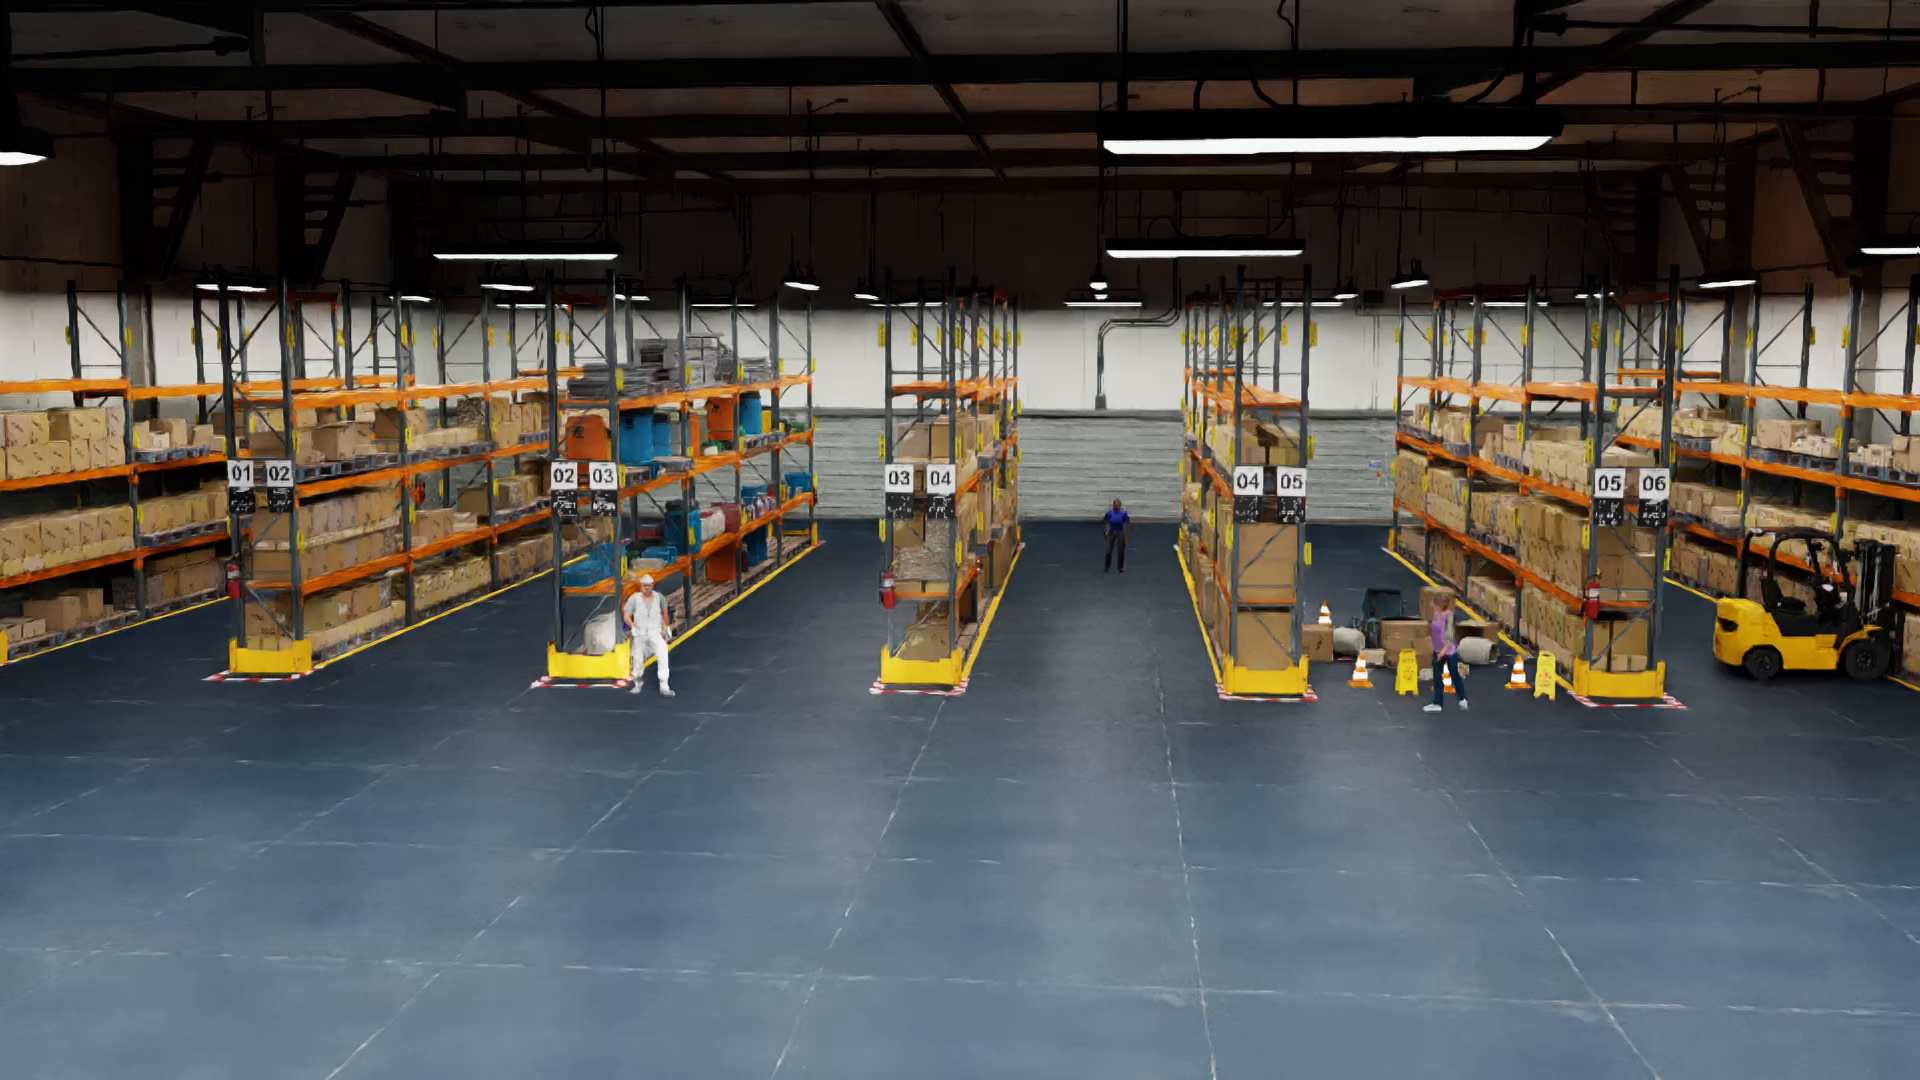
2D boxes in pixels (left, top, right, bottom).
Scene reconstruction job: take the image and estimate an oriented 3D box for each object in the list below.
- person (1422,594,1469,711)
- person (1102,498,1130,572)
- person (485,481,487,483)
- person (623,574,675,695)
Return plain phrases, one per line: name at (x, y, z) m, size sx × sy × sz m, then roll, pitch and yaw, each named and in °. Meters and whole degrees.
person at (6.561, 1.507, 22.387) m, size 0.640 × 1.588 × 0.442 m, roll -3°, pitch 8°, yaw -26°
person at (3.342, -0.102, 35.633) m, size 0.592 × 1.590 × 0.517 m, roll 0°, pitch 7°, yaw 3°
person at (-11.019, -0.593, 39.096) m, size 0.577 × 1.691 × 1.121 m, roll 1°, pitch 7°, yaw 8°
person at (-4.373, 1.315, 23.306) m, size 0.675 × 1.727 × 0.774 m, roll -2°, pitch 7°, yaw -15°
